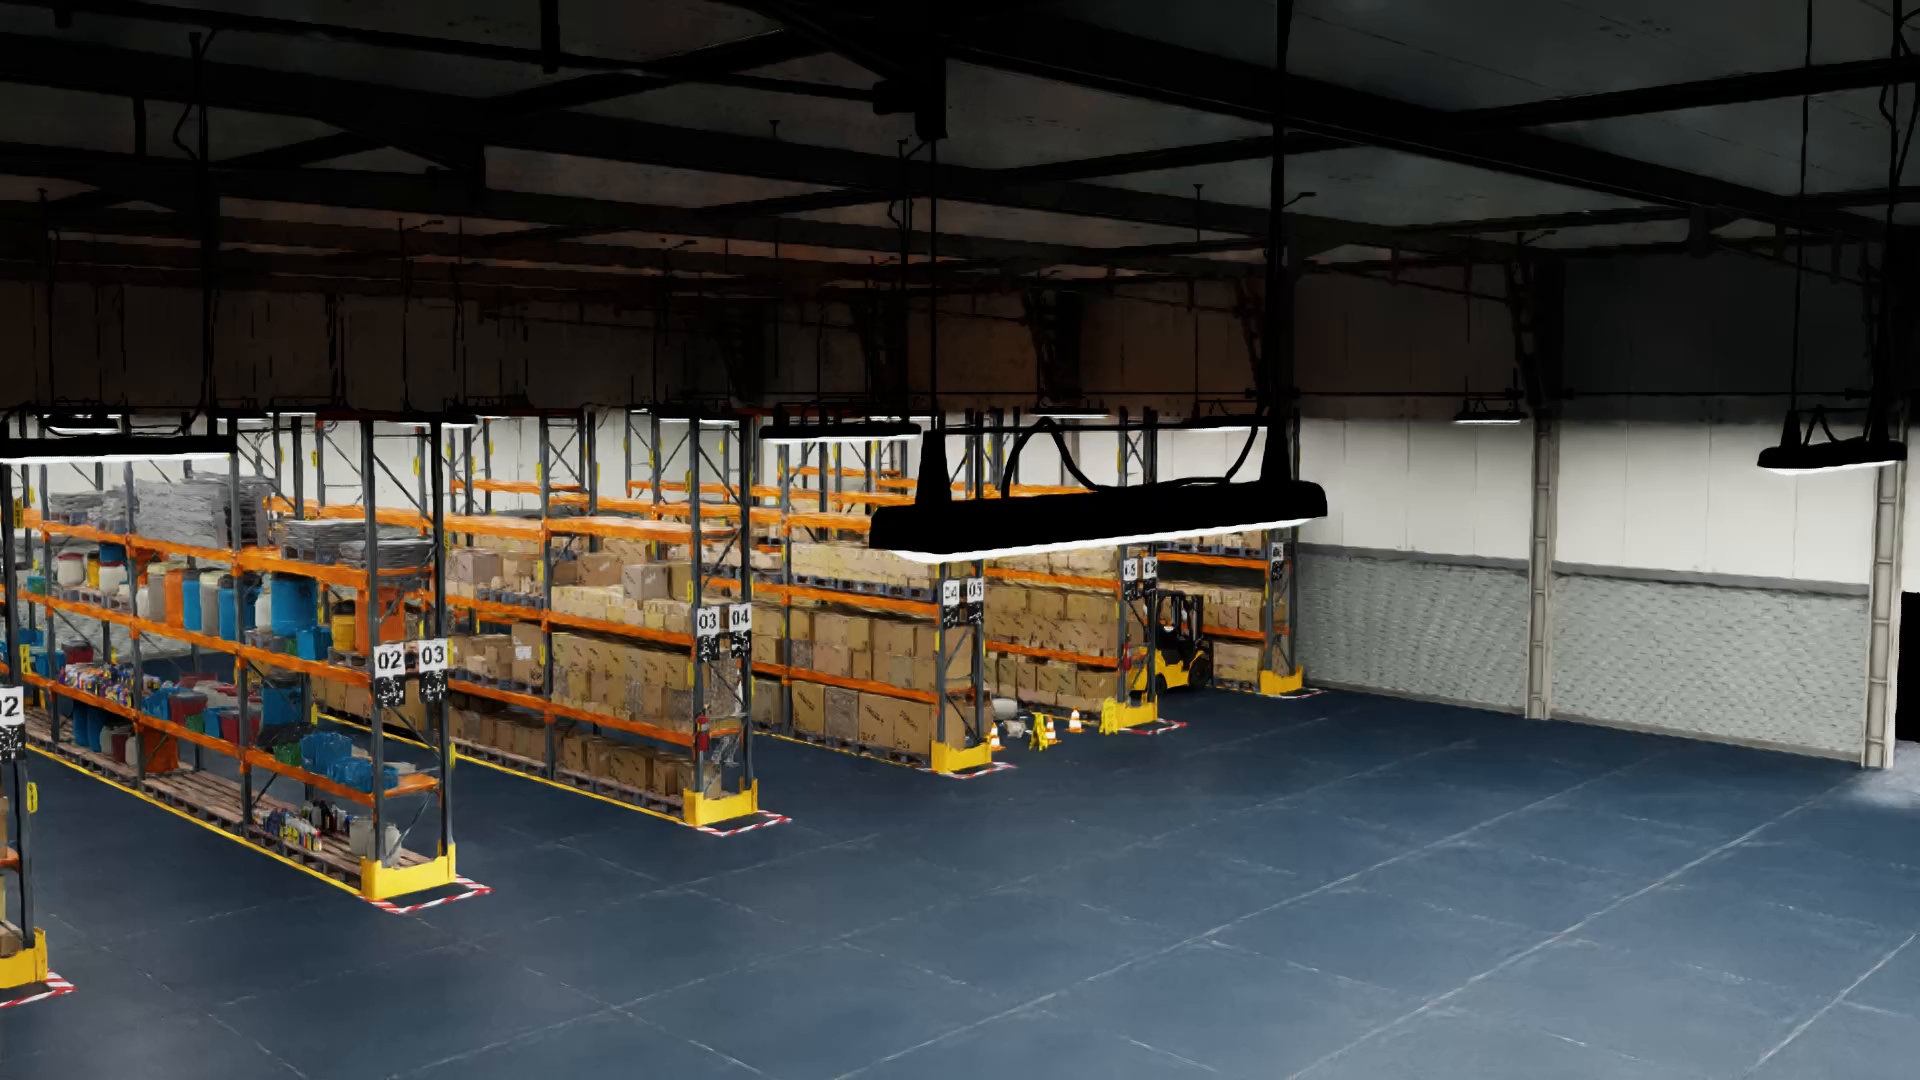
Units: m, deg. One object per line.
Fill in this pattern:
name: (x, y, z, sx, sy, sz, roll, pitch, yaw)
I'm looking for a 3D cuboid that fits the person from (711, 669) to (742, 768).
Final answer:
person: (-3.875, 2.995, 27.999, 0.549, 1.735, 0.702, 5, 7, 43)
